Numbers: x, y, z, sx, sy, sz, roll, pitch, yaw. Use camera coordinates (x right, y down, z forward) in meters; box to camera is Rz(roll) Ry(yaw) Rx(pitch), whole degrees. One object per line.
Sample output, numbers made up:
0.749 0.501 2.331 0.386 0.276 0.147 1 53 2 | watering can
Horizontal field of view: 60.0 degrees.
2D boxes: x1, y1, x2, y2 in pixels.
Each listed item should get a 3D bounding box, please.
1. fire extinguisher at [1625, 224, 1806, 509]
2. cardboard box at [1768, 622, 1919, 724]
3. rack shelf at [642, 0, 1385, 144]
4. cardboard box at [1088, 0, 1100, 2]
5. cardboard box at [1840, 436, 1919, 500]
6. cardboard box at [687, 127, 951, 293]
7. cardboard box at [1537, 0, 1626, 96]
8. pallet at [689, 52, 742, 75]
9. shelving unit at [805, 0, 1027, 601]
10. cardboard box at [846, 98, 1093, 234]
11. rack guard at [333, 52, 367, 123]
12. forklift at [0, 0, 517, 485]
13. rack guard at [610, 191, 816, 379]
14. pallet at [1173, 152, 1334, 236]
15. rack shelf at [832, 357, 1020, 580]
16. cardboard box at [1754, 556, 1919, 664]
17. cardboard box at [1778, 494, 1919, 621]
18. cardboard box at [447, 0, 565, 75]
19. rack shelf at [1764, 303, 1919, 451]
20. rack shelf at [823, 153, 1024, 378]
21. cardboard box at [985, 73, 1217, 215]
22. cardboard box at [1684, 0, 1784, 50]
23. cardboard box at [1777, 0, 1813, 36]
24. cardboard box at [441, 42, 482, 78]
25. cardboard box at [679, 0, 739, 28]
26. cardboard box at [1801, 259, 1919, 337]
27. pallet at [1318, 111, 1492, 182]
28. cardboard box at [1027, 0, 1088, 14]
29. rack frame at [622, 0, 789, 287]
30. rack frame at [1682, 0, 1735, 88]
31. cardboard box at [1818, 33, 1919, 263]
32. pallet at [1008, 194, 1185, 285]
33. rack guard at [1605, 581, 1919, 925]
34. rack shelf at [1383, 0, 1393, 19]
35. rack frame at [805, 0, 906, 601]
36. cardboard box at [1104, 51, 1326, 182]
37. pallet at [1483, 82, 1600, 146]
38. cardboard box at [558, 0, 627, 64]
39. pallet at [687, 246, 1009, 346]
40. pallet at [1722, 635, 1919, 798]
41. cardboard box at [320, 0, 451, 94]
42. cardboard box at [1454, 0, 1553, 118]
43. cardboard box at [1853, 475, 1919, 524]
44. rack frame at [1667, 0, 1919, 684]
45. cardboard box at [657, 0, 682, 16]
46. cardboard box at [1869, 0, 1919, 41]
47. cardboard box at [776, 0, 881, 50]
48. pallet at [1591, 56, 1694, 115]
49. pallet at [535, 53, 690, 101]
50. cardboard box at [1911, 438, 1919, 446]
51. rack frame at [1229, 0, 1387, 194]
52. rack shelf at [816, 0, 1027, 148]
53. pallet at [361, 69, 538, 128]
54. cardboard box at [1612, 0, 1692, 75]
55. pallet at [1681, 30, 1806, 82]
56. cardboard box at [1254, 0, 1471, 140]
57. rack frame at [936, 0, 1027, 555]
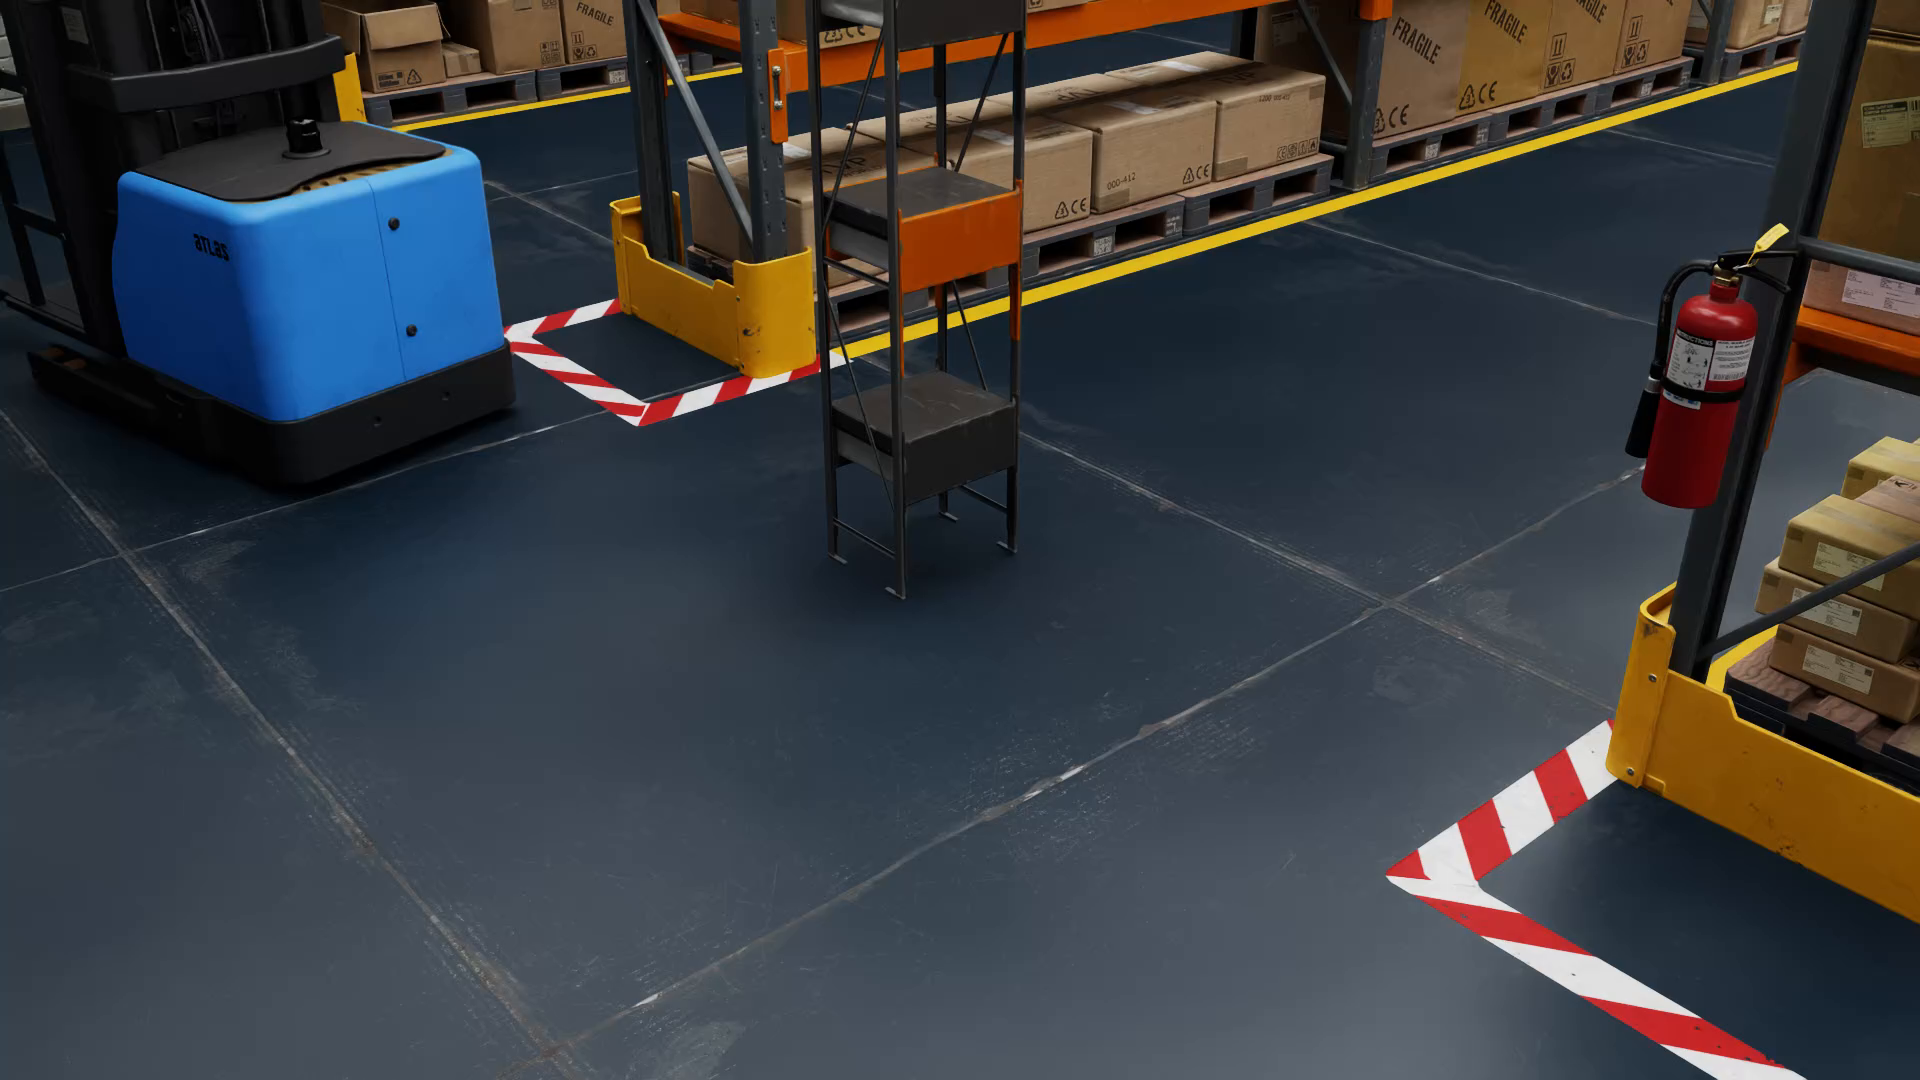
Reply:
1.712 -0.406 3.806 0.183 0.674 0.296 -22 35 -35 | fire extinguisher
2.468 0.320 4.548 0.250 0.149 0.380 -21 35 -34 | cardboard box
0.435 -2.555 8.112 4.000 0.370 1.077 -22 35 -35 | rack shelf
0.600 -2.822 7.741 0.500 0.500 0.500 -21 34 -33 | cardboard box
2.784 -0.141 4.779 0.250 0.149 0.380 -23 36 -36 | cardboard box
-0.649 -1.554 7.747 0.875 0.438 0.875 -23 36 -37 | cardboard box
3.739 -3.503 10.931 0.875 0.875 0.875 -21 35 -34 | cardboard box
-1.791 -3.823 12.680 1.213 0.211 1.003 -22 35 -35 | pallet
-0.126 -0.875 5.160 0.503 2.100 0.431 -22 35 -35 | shelving unit
0.041 -1.837 8.277 0.875 0.438 0.875 -21 34 -34 | cardboard box
-4.253 -2.960 10.758 0.348 0.500 1.175 -22 35 -35 | rack guard
-3.245 -2.043 6.463 3.031 2.935 1.130 20 34 33 | forklift
-1.105 -1.151 7.373 0.348 0.500 1.175 -22 35 -35 | rack guard
1.327 -2.050 9.362 1.213 0.211 1.003 -22 35 -35 | pallet
-0.126 -0.246 5.497 0.480 0.518 0.431 -22 35 -35 | rack shelf
2.419 0.161 4.531 0.250 0.149 0.380 -23 36 -36 | cardboard box
2.441 0.040 4.440 0.250 0.149 0.380 -21 35 -34 | cardboard box
-3.109 -3.523 11.366 0.500 0.500 0.700 -20 34 -33 | cardboard box
3.725 -0.811 4.849 4.000 0.370 1.077 -22 35 -35 | rack shelf
-0.126 -0.863 5.167 0.480 0.518 0.431 -22 35 -35 | rack shelf
0.728 -2.112 8.792 0.875 0.438 0.875 -23 36 -36 | cardboard box
5.436 -3.903 12.214 0.625 0.372 0.950 -25 37 -38 | cardboard box
5.992 -4.132 12.642 0.625 0.372 0.950 -23 36 -36 | cardboard box
-3.436 -3.236 11.202 0.250 0.149 0.380 -24 36 -37 | cardboard box
-0.892 -2.547 7.228 0.500 0.500 0.500 -22 35 -35 | cardboard box
2.268 -0.607 3.970 0.250 0.149 0.380 -22 35 -35 | cardboard box
2.494 -2.517 10.237 1.213 0.211 1.003 -22 35 -35 | pallet
0.230 -2.662 7.444 0.500 0.500 0.500 -22 35 -35 | cardboard box
-1.087 -2.261 6.798 0.127 3.000 1.000 -22 35 -35 | rack frame
4.999 -4.708 11.377 0.127 3.000 1.000 -22 35 -35 | rack frame
2.378 -0.922 3.870 0.500 0.500 0.500 -21 35 -34 | cardboard box
0.398 -1.675 8.660 1.213 0.211 1.003 -22 35 -35 | pallet
2.261 0.563 4.167 0.348 0.500 1.175 -22 35 -35 | rack guard
3.478 -3.779 10.402 4.000 0.370 1.077 -22 35 -35 | rack shelf
-0.312 -0.801 5.021 0.015 2.100 0.400 -22 35 -35 | rack frame
1.409 -2.386 9.305 0.875 0.438 0.875 -22 35 -36 | cardboard box
3.423 -2.893 10.939 1.213 0.211 1.003 -22 35 -35 | pallet
-2.642 -3.649 11.601 0.500 0.500 0.500 -21 35 -34 | cardboard box
-0.529 -1.303 7.965 1.213 0.211 1.003 -22 35 -35 | pallet
2.902 0.454 4.676 1.213 0.211 1.003 -22 35 -35 | pallet
-3.784 -3.277 10.902 0.637 0.503 0.797 -24 36 -37 | cardboard box
3.058 -3.230 10.420 0.875 0.875 0.875 -21 34 -34 | cardboard box
2.670 -0.016 4.545 0.250 0.149 0.380 -21 35 -34 | cardboard box
2.203 -0.517 3.534 0.127 3.000 1.000 -22 35 -35 | rack frame
-2.319 -3.840 11.960 0.500 0.500 0.700 -23 36 -37 | cardboard box
2.390 -1.362 3.634 0.500 0.500 0.500 -23 36 -36 | cardboard box
-0.535 -2.349 6.856 0.500 0.500 0.500 -22 35 -35 | cardboard box
4.351 -3.264 11.634 1.213 0.211 1.003 -22 35 -35 | pallet
-2.720 -3.448 11.978 1.213 0.211 1.003 -22 35 -35 | pallet
3.022 -0.197 4.885 0.250 0.149 0.380 -24 36 -37 | cardboard box
1.956 -3.484 9.087 0.127 3.000 1.000 -22 35 -35 | rack frame
-0.126 -1.481 4.837 0.480 0.518 0.431 -22 35 -35 | rack shelf
-3.647 -3.077 11.284 1.213 0.211 1.003 -22 35 -35 | pallet
4.420 -3.775 11.439 0.875 0.875 0.875 -22 35 -35 | cardboard box
5.595 -3.717 12.481 1.213 0.211 1.003 -22 35 -35 | pallet
2.376 -2.951 9.898 0.875 0.875 0.875 -21 34 -33 | cardboard box
0.060 -0.950 5.300 0.015 2.100 0.400 -22 35 -35 | rack frame
